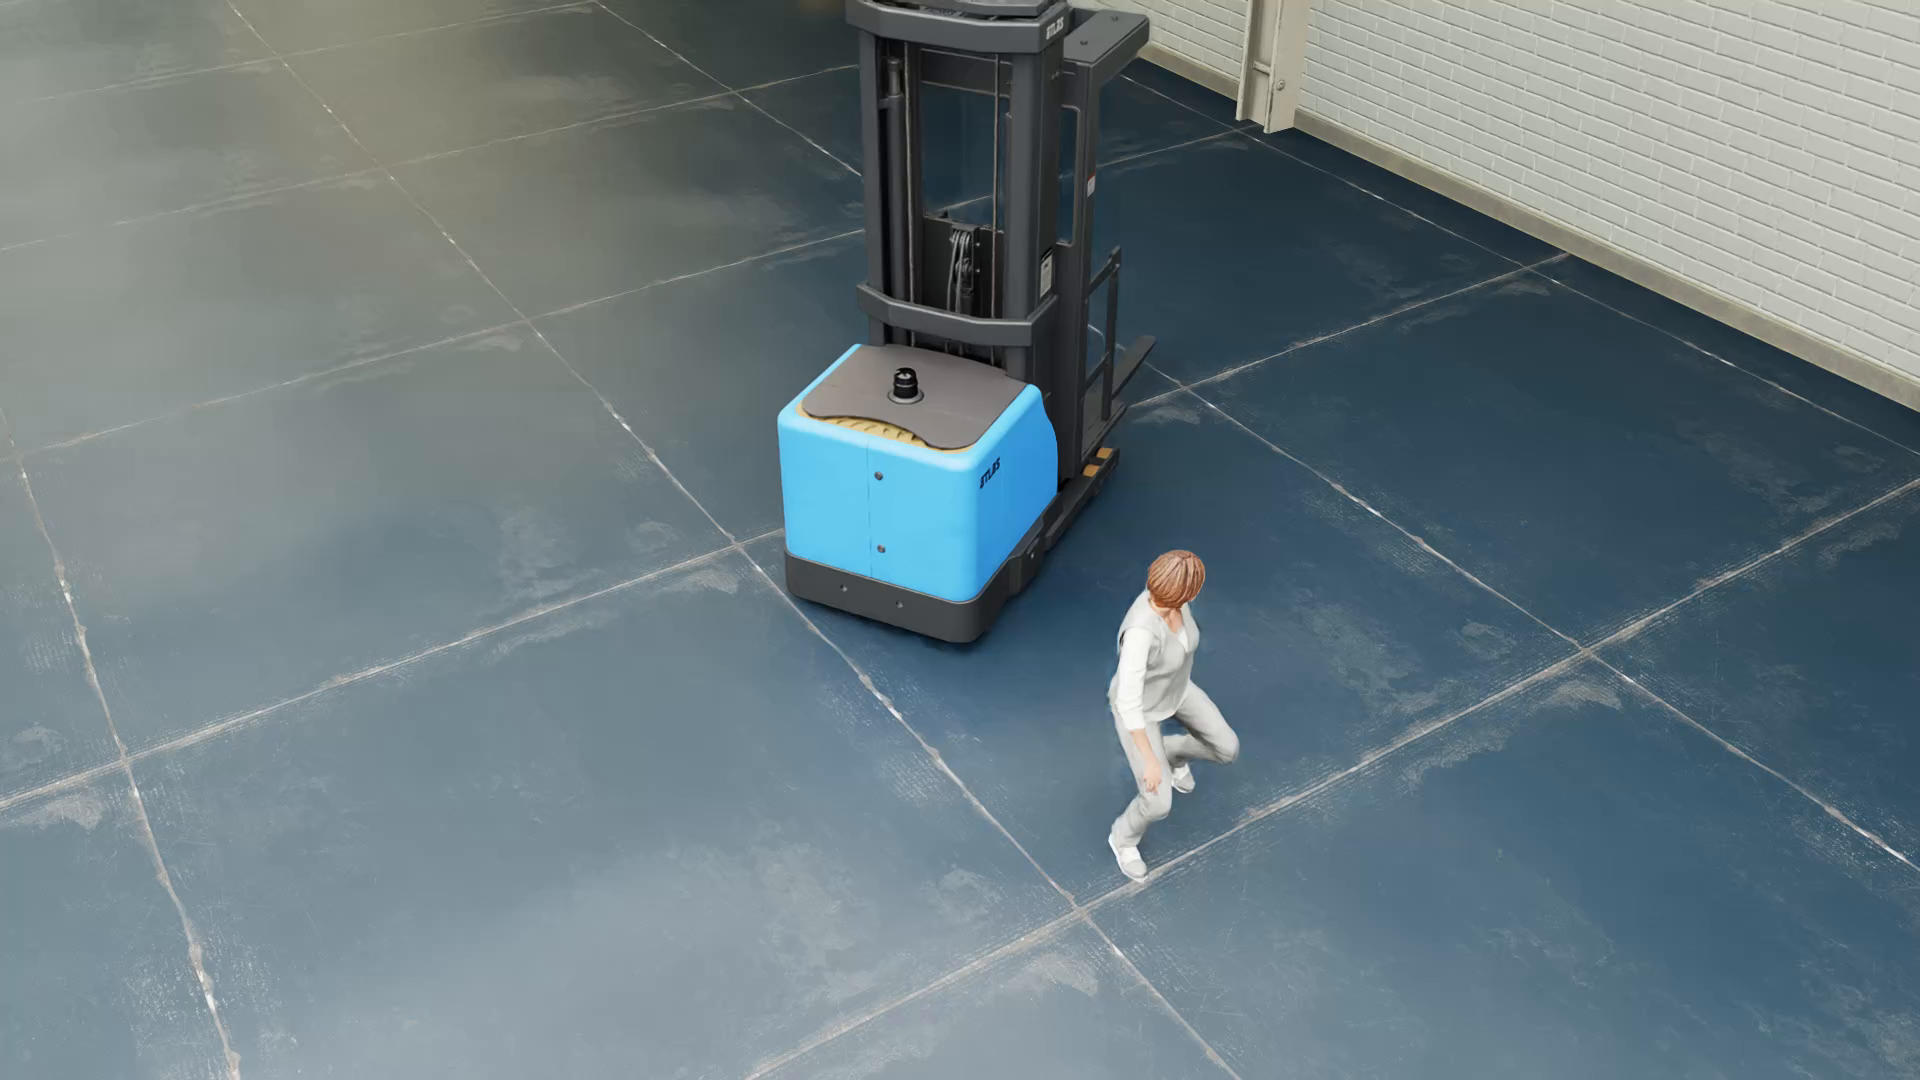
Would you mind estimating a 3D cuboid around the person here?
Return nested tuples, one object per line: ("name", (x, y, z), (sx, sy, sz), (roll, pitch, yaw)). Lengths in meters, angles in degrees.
("person", (0.812, 0.644, 6.522), (0.474, 1.483, 0.742), (29, 44, 34))

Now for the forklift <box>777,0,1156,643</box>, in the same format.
("forklift", (0.230, -1.545, 8.346), (1.130, 2.935, 3.031), (15, 38, 21))
